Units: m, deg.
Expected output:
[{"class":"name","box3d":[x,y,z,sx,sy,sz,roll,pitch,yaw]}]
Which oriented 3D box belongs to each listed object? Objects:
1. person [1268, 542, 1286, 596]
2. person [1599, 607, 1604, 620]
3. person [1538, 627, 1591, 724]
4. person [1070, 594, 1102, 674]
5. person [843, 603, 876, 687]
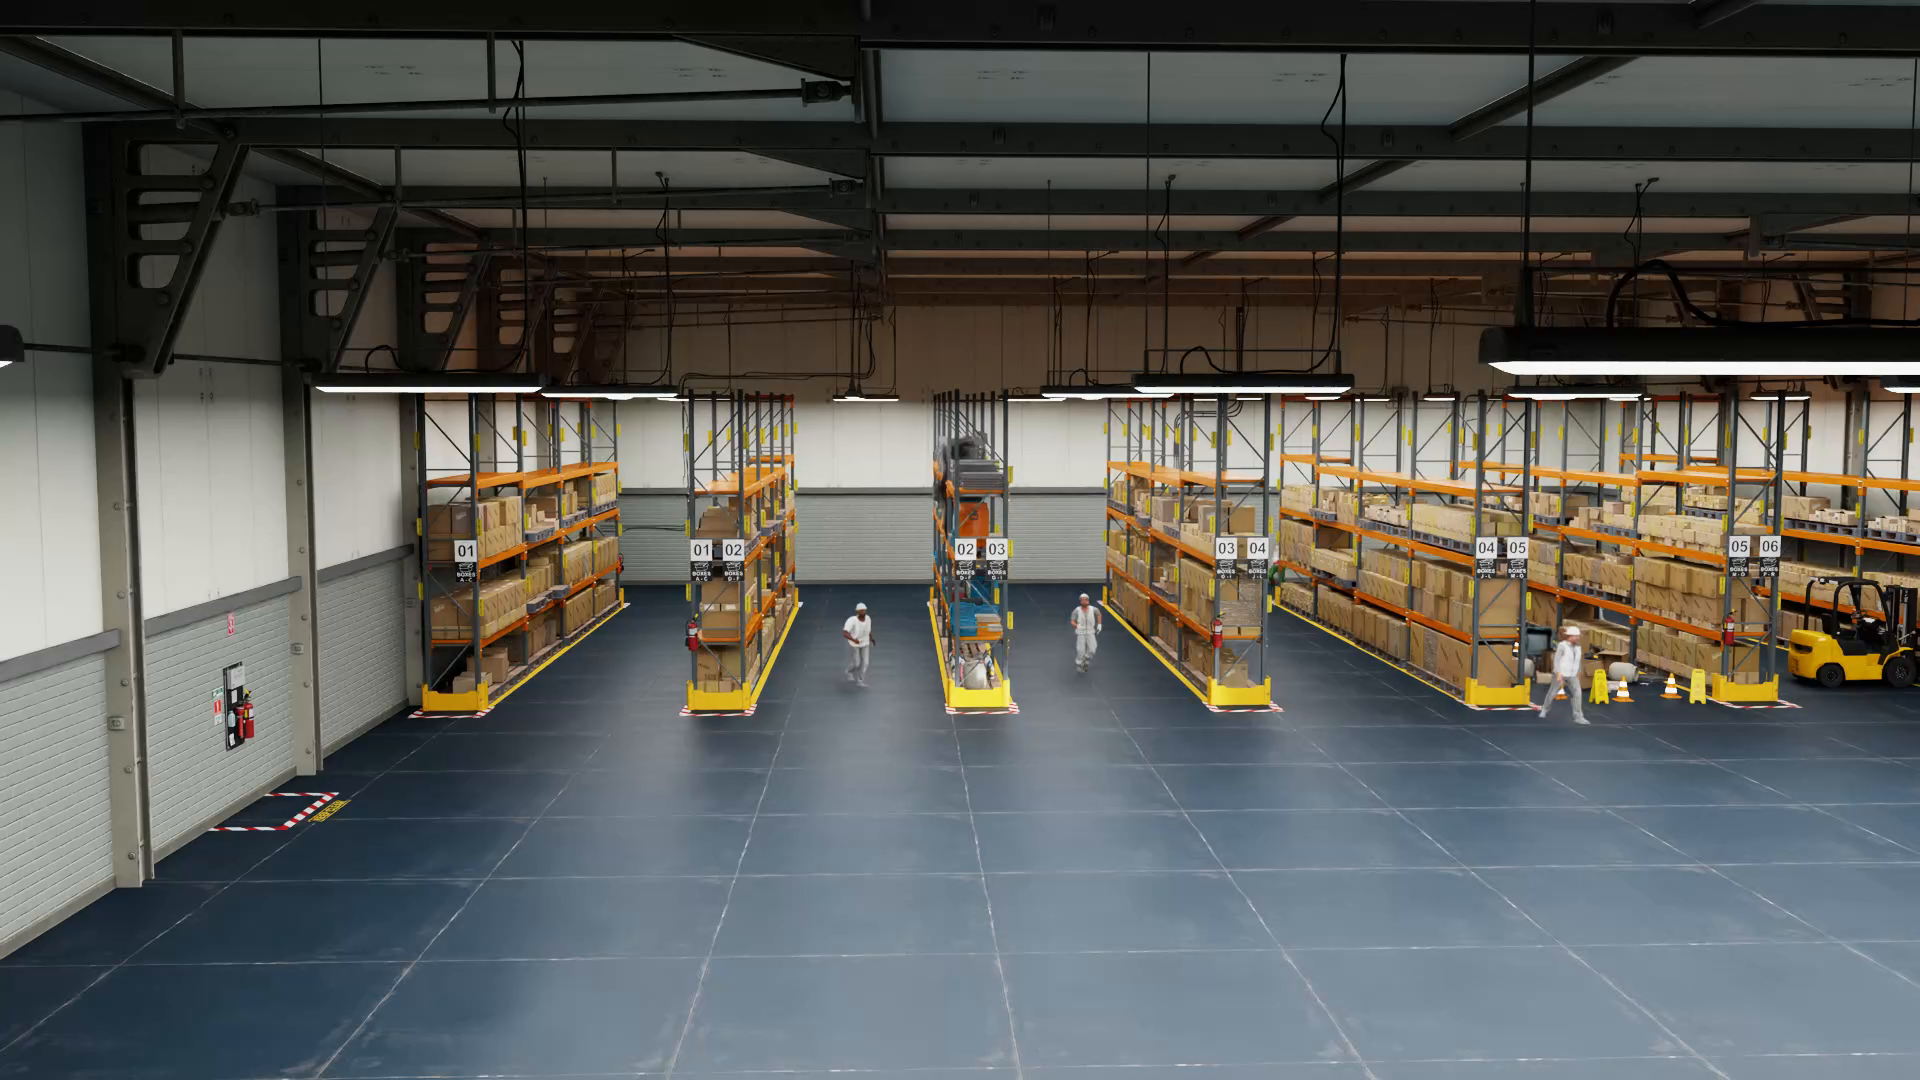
[{"class":"person","box3d":[9.559,0.789,49.787,0.703,1.806,0.648,-3,6,-32]},{"class":"person","box3d":[16.430,1.340,43.173,0.625,1.725,1.012,-1,5,-9]},{"class":"person","box3d":[10.937,2.413,30.004,0.678,1.729,0.880,-2,5,-19]},{"class":"person","box3d":[2.666,1.989,34.968,0.704,1.732,0.758,-1,5,-6]},{"class":"person","box3d":[-2.086,2.124,33.789,0.688,1.715,0.768,-3,5,-29]}]
